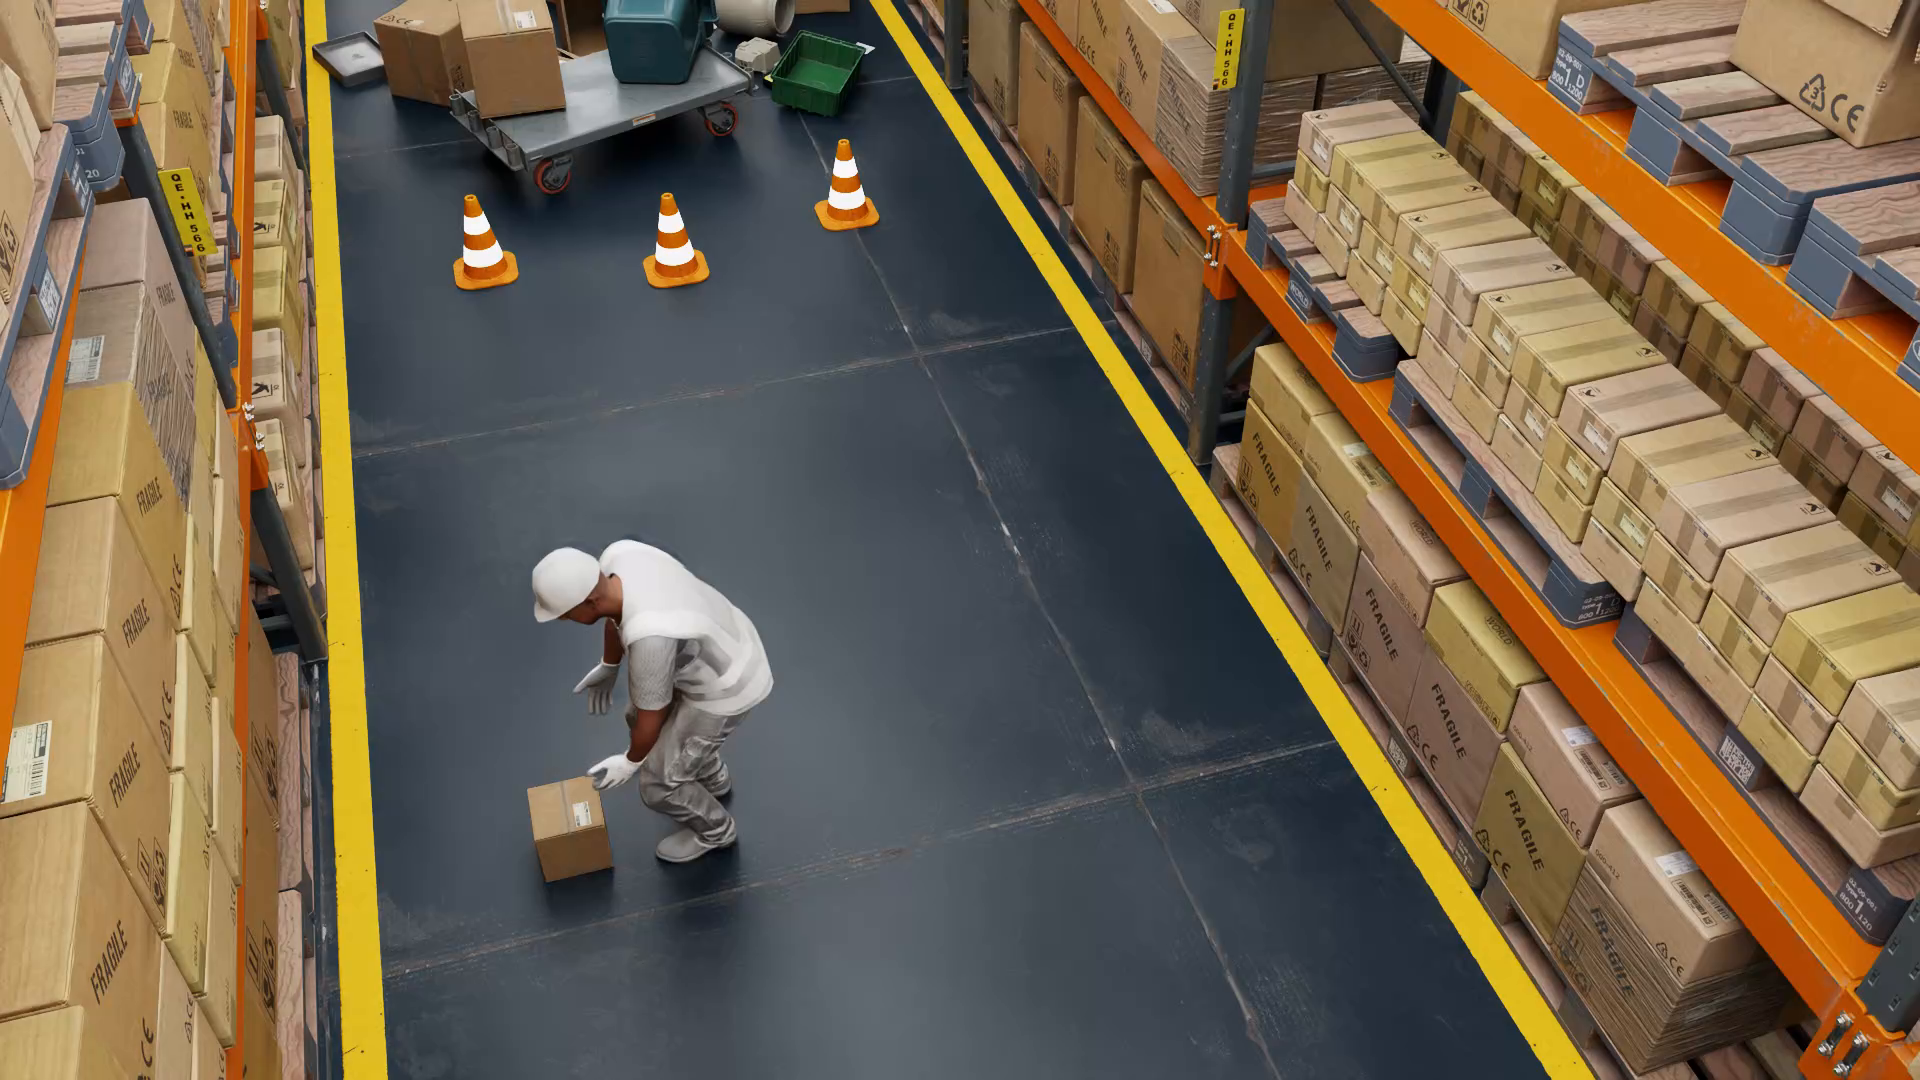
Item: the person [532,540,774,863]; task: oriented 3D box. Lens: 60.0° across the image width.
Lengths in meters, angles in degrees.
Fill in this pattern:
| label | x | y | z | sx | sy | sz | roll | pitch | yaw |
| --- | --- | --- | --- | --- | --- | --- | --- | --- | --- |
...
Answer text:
| label | x | y | z | sx | sy | sz | roll | pitch | yaw |
| --- | --- | --- | --- | --- | --- | --- | --- | --- | --- |
| person | -1.017 | 0.543 | 5.775 | 0.737 | 1.469 | 0.611 | -12 | 43 | -13 |
